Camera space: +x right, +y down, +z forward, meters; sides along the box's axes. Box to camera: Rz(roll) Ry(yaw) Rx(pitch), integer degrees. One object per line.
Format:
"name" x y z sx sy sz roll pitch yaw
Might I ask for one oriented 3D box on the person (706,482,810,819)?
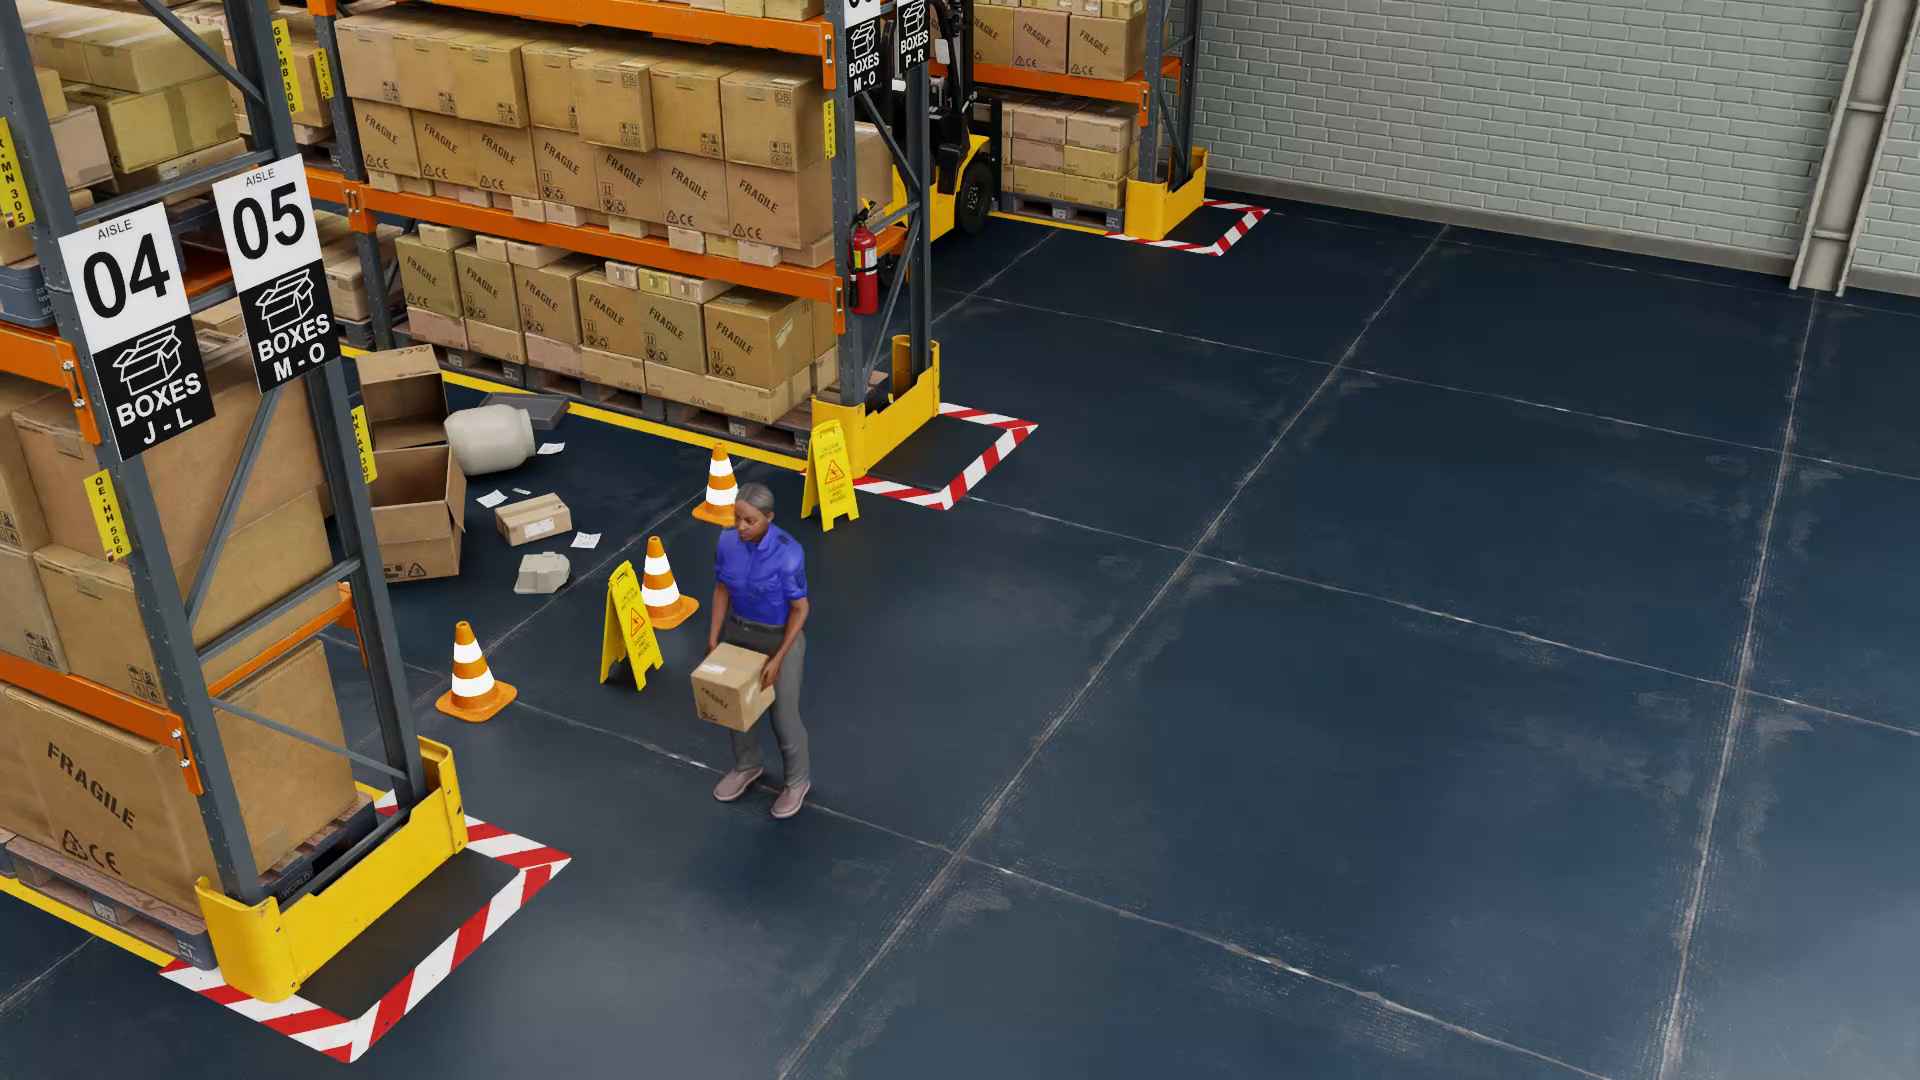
"person" -0.903 0.495 7.448 0.481 1.648 0.391 14 33 22
